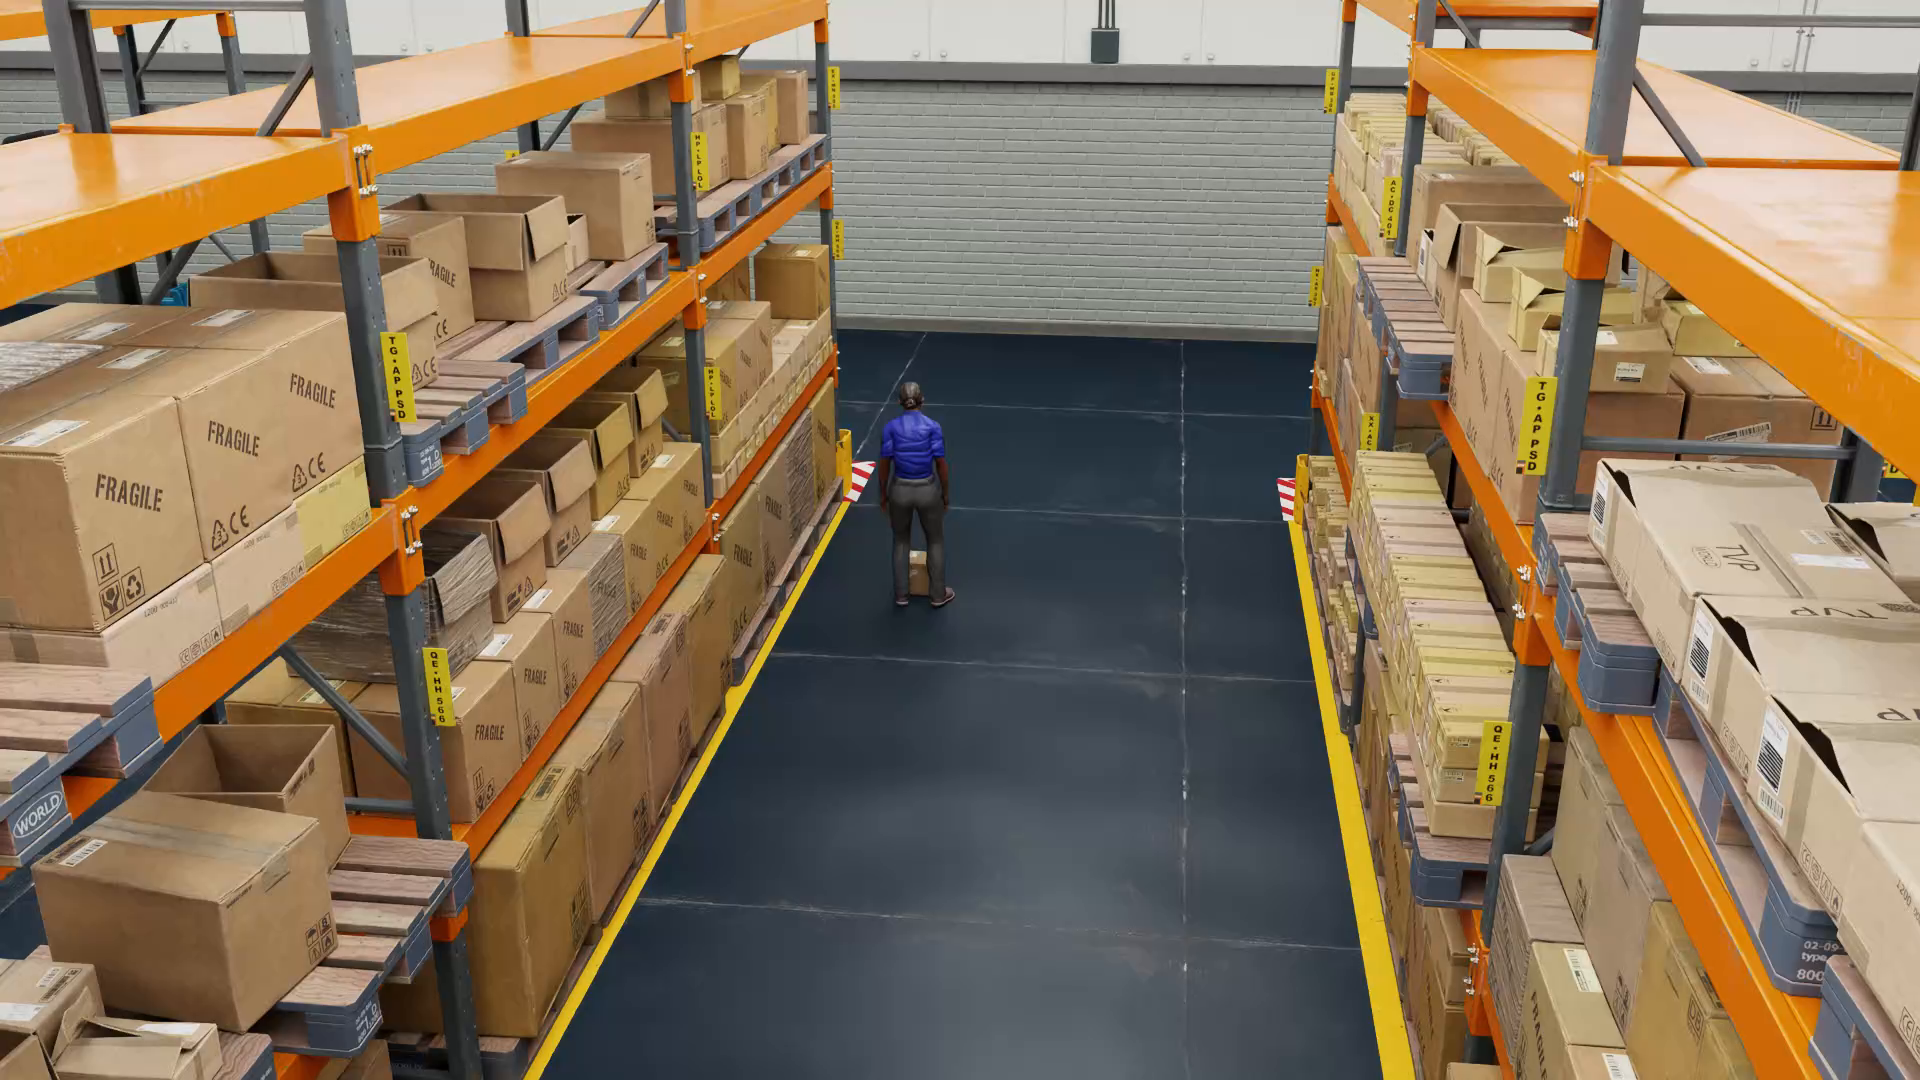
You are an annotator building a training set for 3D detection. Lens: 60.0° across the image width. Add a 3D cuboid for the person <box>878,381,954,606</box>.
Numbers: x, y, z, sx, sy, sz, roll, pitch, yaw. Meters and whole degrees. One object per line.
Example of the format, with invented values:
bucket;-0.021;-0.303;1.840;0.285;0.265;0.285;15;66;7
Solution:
person;-0.313;-0.321;11.916;0.533;1.654;0.352;1;21;3
